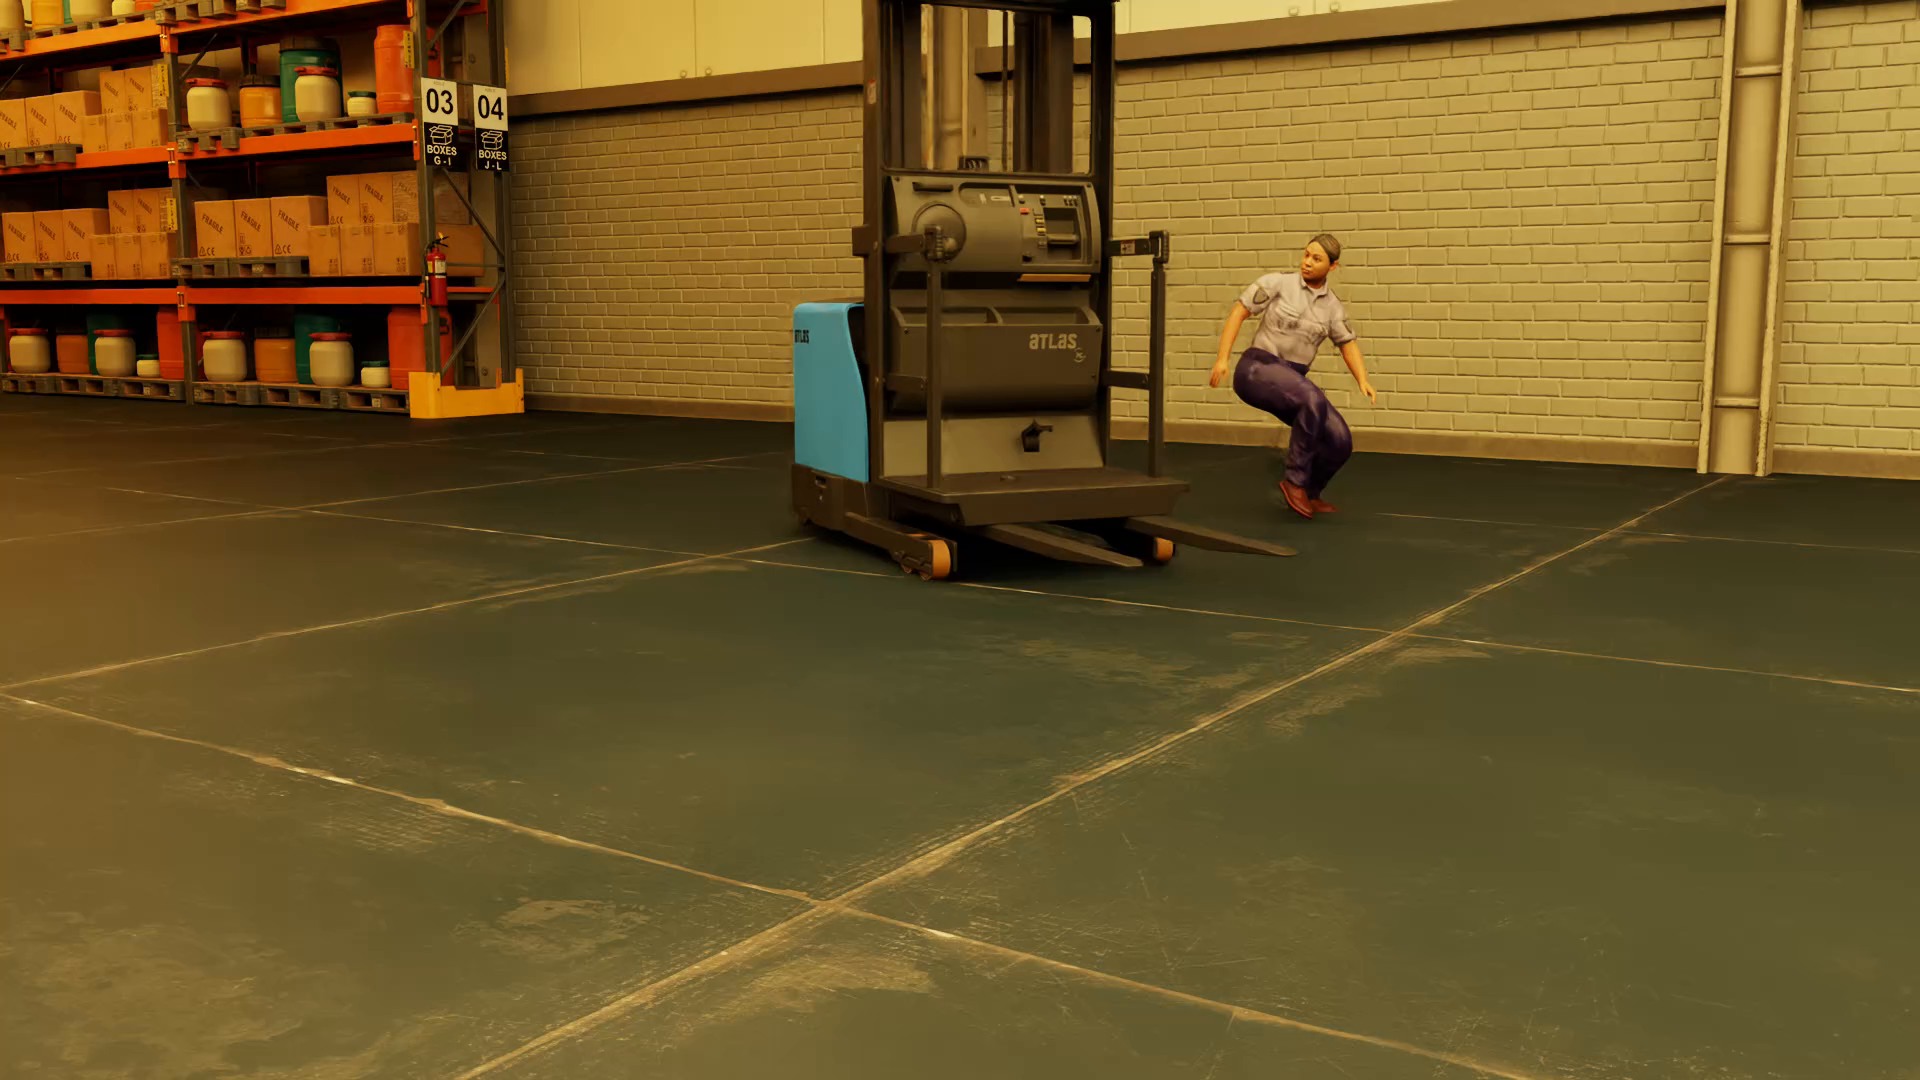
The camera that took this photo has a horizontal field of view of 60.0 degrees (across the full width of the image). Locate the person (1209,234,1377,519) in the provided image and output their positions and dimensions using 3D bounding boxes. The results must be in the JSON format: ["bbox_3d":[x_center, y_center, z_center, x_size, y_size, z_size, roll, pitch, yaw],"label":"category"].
[{"bbox_3d":[1.721,-0.820,8.404,0.715,1.438,0.668,-6,10,-34],"label":"person"}]

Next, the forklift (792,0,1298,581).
[{"bbox_3d":[0.245,-1.359,6.747,1.130,2.935,3.031,-4,9,-23],"label":"forklift"}]
